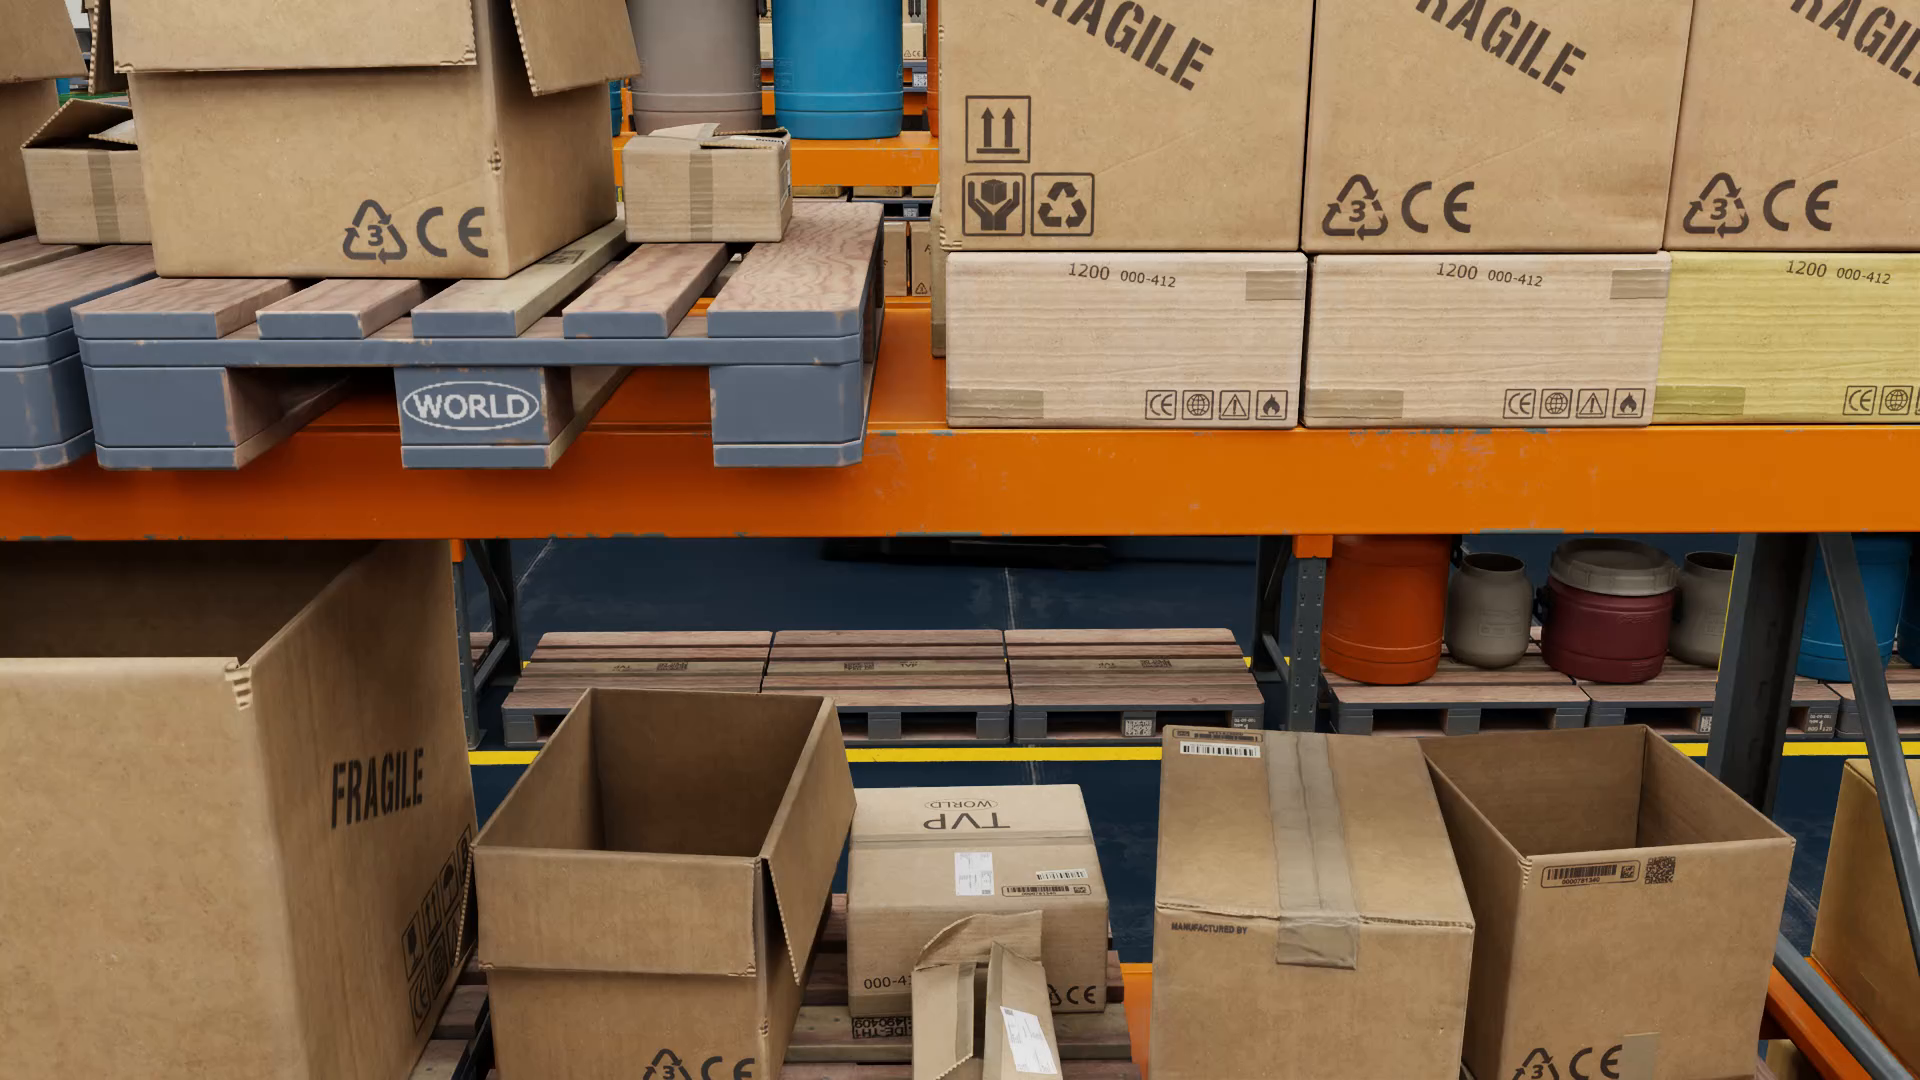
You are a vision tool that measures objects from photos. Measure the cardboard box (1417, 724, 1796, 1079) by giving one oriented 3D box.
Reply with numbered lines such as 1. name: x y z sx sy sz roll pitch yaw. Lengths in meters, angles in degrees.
1. cardboard box: 1.164 0.687 3.144 0.500 0.500 0.500 -2 18 -8

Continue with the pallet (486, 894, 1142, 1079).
1. pallet: -0.276 1.033 3.230 1.213 0.211 1.003 0 18 -1

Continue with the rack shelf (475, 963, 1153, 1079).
1. rack shelf: -0.297 1.272 3.349 4.000 0.370 1.077 0 18 -1

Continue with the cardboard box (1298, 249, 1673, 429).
1. cardboard box: 0.736 -0.353 2.573 0.500 0.250 0.500 0 18 -1

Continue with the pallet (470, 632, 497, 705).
1. pallet: -3.047 0.745 8.380 1.213 0.211 1.003 0 18 -1

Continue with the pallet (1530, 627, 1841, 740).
1. pallet: 3.629 0.713 8.478 1.213 0.211 1.003 0 18 -1

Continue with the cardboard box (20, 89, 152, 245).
1. cardboard box: -1.358 -0.660 2.817 0.258 0.266 0.396 0 18 1

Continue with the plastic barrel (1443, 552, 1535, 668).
1. plastic barrel: 2.677 0.354 8.418 0.421 0.512 0.421 0 18 0

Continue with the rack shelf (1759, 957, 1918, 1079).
1. rack shelf: 3.703 1.253 3.409 4.000 0.370 1.077 0 18 -1

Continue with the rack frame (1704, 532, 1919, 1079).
1. rack frame: 1.703 0.920 3.269 0.127 3.000 1.000 0 18 -1

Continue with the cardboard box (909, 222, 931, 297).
1. cardboard box: -0.127 -2.140 12.645 0.500 0.500 0.500 -1 18 -4

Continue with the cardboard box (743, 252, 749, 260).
1. cardboard box: -1.573 -2.083 12.849 0.258 0.266 0.396 -1 18 -2

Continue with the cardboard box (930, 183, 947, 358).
1. cardboard box: 0.202 -0.505 3.045 0.500 0.250 0.500 0 18 0

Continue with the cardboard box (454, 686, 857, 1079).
1. cardboard box: -0.565 0.653 3.243 0.637 0.503 0.797 2 18 5

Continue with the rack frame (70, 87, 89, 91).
1. rack frame: -6.449 -2.067 12.581 0.127 3.000 1.000 0 18 -1

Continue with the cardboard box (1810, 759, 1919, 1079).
1. cardboard box: 2.193 0.794 3.497 0.500 0.500 0.500 0 18 1

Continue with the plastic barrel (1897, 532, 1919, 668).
1. plastic barrel: 5.080 0.185 8.309 0.708 0.901 0.600 0 18 -1

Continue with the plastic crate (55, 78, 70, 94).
1. plastic crate: -4.472 -2.076 7.724 0.575 0.384 0.392 0 18 -1

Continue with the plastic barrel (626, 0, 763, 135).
1. plastic barrel: -1.216 -2.312 7.614 0.600 0.901 0.600 0 18 0

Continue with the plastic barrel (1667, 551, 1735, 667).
1. plastic barrel: 3.806 0.349 8.435 0.421 0.512 0.421 0 18 0

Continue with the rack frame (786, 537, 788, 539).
1. rack frame: -1.144 -0.536 11.001 0.008 1.050 0.200 2 18 5

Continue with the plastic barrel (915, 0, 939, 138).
1. plastic barrel: 0.146 -2.285 7.646 0.708 0.830 0.600 0 18 -1

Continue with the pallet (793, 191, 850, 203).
1. pallet: -1.764 -3.467 17.259 1.213 0.211 1.003 0 18 -1

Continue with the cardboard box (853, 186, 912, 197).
1. cardboard box: -0.805 -3.862 17.291 0.500 0.500 0.700 2 18 7

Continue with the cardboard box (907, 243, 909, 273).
1. cardboard box: -0.336 -2.988 17.596 0.500 0.250 0.500 0 18 -1

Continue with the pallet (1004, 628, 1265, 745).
1. pallet: 0.850 0.727 8.436 1.213 0.211 1.003 0 18 -1

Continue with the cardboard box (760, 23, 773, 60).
1. cardboard box: -1.284 -3.647 12.152 0.500 0.250 0.500 -2 18 -6

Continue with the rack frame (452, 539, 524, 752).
1. rack frame: -2.375 -0.574 7.925 0.127 3.000 1.000 0 18 -1

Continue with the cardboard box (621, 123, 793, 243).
1. cardboard box: -0.423 -0.617 2.846 0.250 0.166 0.380 -1 18 -2

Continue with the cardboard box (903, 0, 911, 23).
1. cardboard box: -0.750 -5.259 16.770 0.500 0.500 0.500 -1 18 -3

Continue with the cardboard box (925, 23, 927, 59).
1. cardboard box: 0.002 -3.636 12.118 0.500 0.250 0.500 -1 18 -2

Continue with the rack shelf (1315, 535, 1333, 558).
1. rack shelf: 3.625 -0.260 8.125 4.000 0.370 1.077 0 18 -1

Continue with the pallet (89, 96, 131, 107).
1. pallet: -3.094 -1.879 7.392 1.003 0.211 1.213 0 18 -1

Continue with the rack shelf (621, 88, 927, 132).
1. rack shelf: -0.449 -3.182 12.323 4.000 0.370 1.077 0 18 -1

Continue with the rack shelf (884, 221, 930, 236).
1. rack shelf: -0.531 -3.266 17.497 4.000 0.370 1.077 0 18 -1

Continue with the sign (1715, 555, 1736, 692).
1. sign: 1.691 0.199 3.621 0.005 0.325 0.100 0 18 -1

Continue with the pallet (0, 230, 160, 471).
1. pallet: -1.677 -0.370 2.687 1.003 0.211 1.213 0 18 -1

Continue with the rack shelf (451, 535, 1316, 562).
1. rack shelf: -0.375 -0.241 8.065 4.000 0.370 1.077 0 18 -1

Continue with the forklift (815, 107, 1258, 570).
1. forklift: 0.620 -1.378 10.544 3.031 2.935 1.130 2 18 5

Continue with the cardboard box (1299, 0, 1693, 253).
1. cardboard box: 0.718 -0.710 2.456 0.500 0.500 0.500 0 18 -1

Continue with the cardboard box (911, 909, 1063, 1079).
1. cardboard box: 0.040 0.874 2.943 0.258 0.266 0.396 -1 18 -2

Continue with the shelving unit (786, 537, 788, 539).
1. shelving unit: -1.022 -0.533 10.990 0.252 1.050 0.215 2 18 5

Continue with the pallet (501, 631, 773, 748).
1. pallet: -1.590 0.739 8.399 1.213 0.211 1.003 0 18 -1

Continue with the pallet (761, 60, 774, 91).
1. pallet: -1.567 -3.432 12.238 1.217 0.209 0.805 -1 18 -3

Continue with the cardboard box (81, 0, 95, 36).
1. cardboard box: -5.874 -3.813 12.026 0.637 0.503 0.797 1 18 3
